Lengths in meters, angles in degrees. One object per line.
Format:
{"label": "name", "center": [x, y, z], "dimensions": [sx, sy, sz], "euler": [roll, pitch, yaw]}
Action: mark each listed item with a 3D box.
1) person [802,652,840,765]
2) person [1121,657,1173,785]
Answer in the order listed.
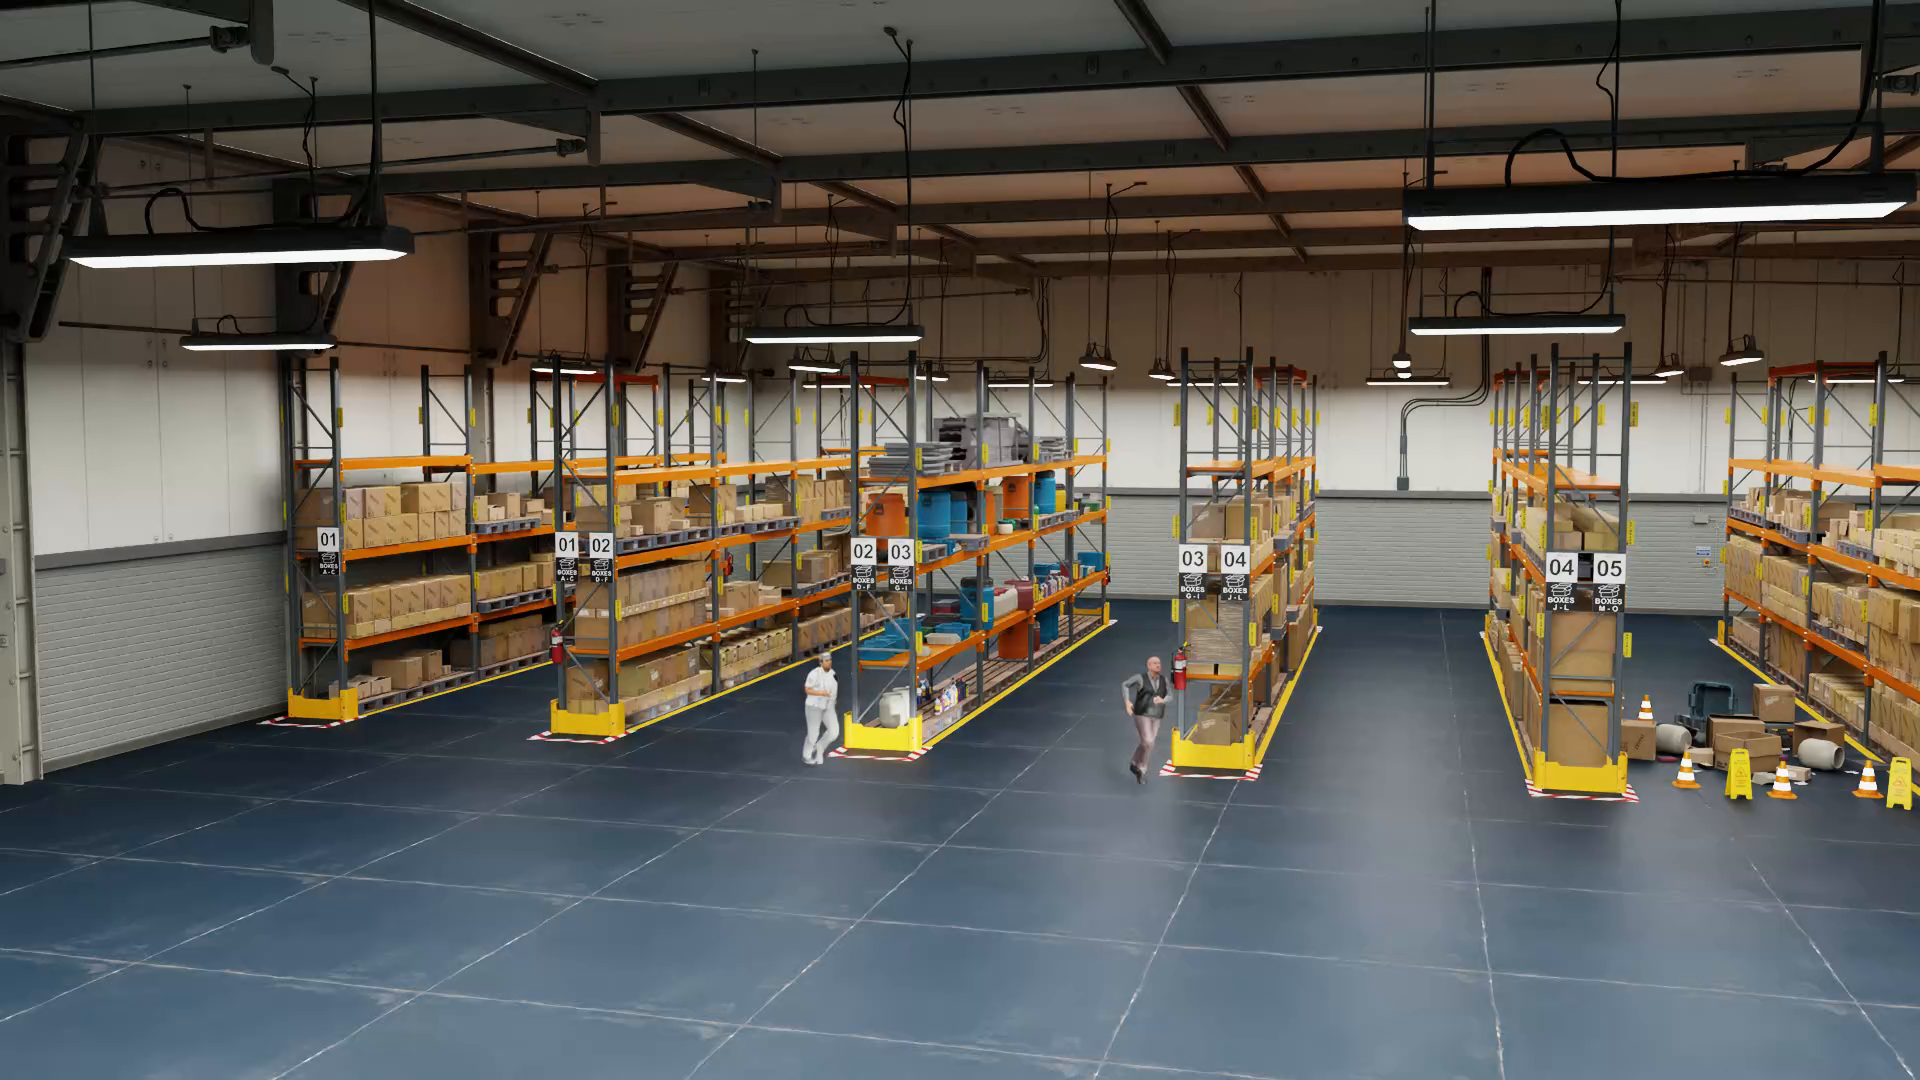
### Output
{"label": "person", "center": [-1.948, 2.437, 23.971], "dimensions": [0.612, 1.648, 0.623], "euler": [-3, 5, -35]}
{"label": "person", "center": [2.613, 2.488, 23.025], "dimensions": [0.647, 1.760, 0.713], "euler": [-2, 5, -24]}
